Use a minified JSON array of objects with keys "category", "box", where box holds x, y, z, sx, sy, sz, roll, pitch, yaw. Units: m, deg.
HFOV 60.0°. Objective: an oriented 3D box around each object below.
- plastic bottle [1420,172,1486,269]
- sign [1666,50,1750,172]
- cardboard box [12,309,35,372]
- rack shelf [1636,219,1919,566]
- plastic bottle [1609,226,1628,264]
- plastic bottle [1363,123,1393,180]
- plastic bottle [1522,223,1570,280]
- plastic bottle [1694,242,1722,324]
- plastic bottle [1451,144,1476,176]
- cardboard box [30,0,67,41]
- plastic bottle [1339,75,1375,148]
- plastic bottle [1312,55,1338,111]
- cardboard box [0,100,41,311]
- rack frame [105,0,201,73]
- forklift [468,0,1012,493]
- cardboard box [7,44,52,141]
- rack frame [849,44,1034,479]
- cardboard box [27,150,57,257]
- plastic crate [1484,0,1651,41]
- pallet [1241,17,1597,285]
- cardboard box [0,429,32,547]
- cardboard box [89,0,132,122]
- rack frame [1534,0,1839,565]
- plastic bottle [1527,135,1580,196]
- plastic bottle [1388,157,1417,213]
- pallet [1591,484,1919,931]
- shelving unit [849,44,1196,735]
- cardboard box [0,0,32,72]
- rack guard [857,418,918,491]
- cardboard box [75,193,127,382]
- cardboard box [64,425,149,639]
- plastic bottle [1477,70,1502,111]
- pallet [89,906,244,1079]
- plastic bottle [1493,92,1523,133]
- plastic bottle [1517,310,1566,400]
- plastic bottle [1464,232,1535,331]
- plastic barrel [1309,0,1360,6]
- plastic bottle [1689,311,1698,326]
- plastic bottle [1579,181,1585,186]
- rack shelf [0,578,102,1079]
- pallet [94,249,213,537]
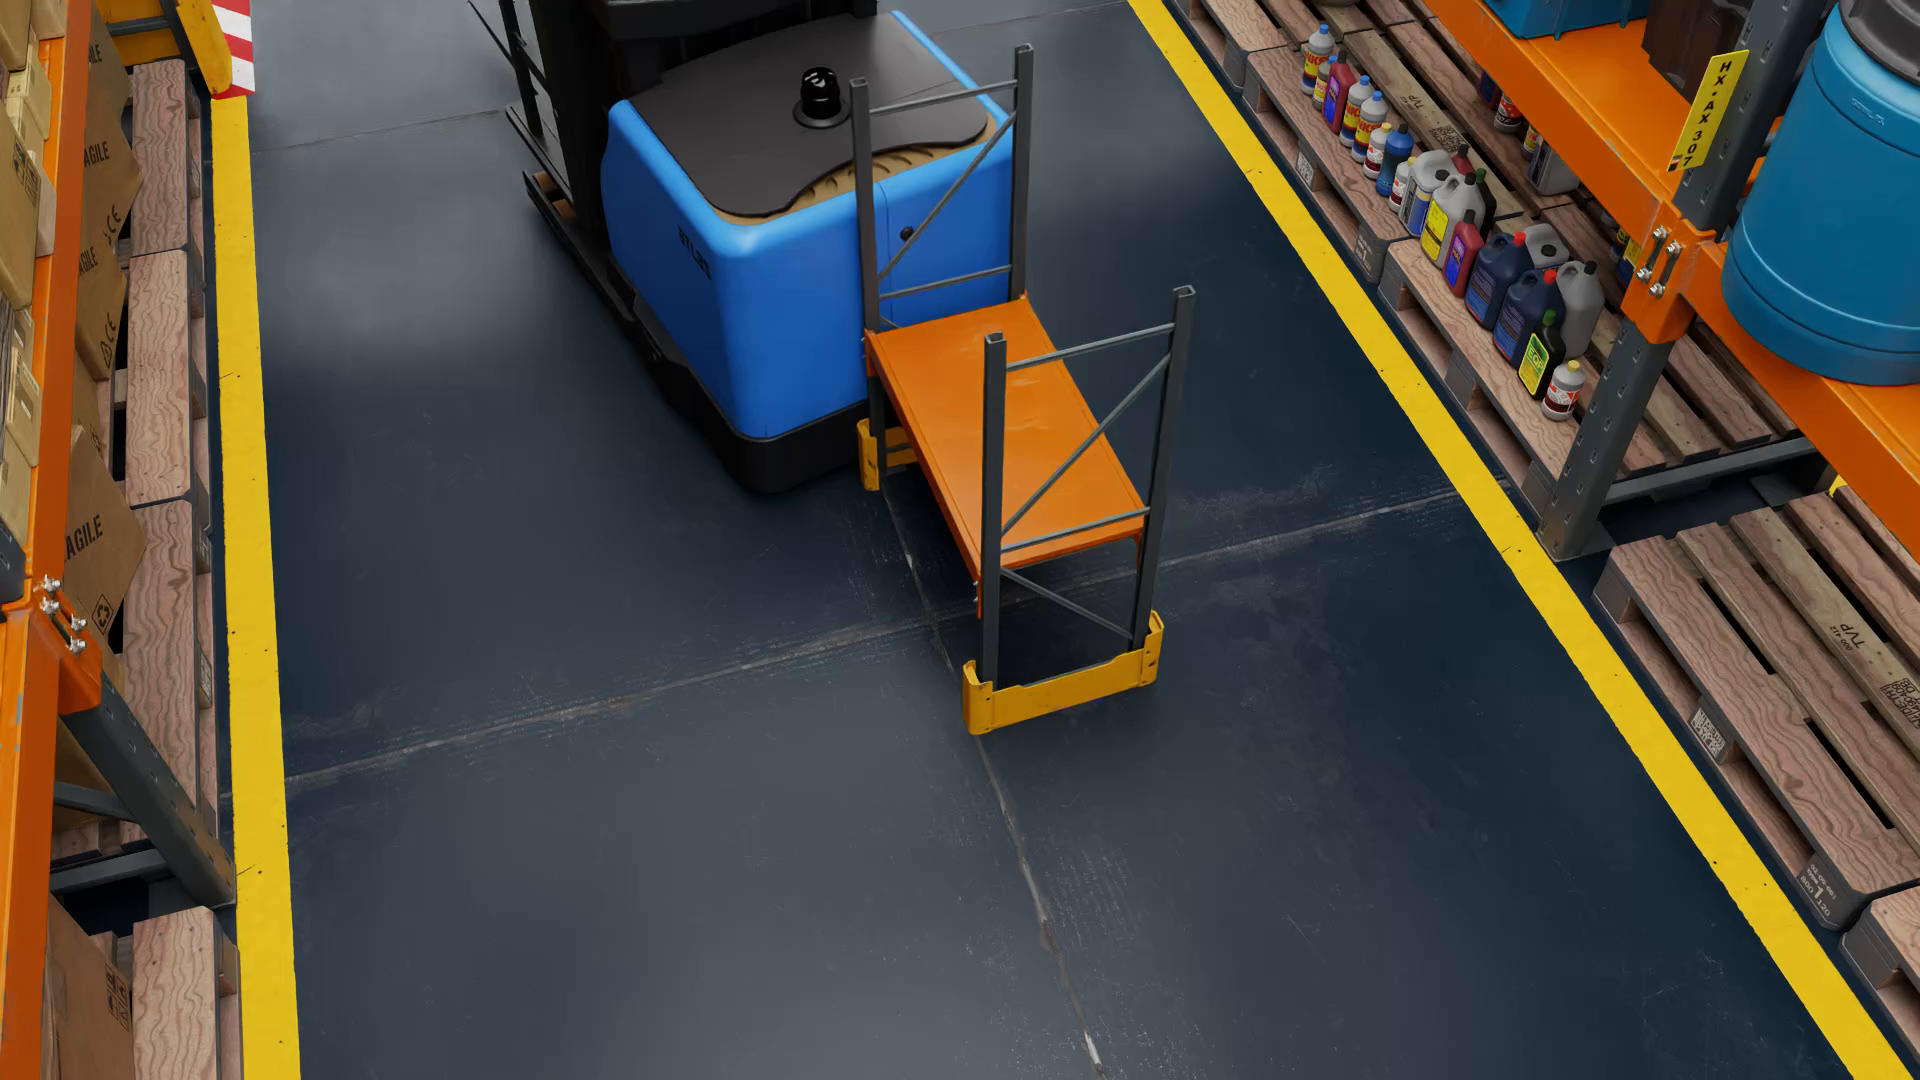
[{"category":"plastic bottle","box":[1.692,-1.116,5.674,0.144,0.351,0.185,-14,51,-11]},{"category":"sign","box":[1.782,-1.019,3.966,0.100,0.325,0.005,-13,51,-11]},{"category":"cardboard box","box":[-2.359,-0.433,3.817,0.380,0.149,0.250,-13,51,-11]},{"category":"rack shelf","box":[2.902,0.646,3.214,1.077,0.370,4.000,-13,51,-11]},{"category":"plastic bottle","box":[2.310,-1.071,5.688,0.097,0.271,0.097,0,50,0]},{"category":"plastic bottle","box":[1.526,-1.417,6.026,0.097,0.201,0.097,0,50,0]},{"category":"plastic bottle","box":[1.922,-0.908,5.547,0.152,0.276,0.135,-13,51,-11]},{"category":"plastic bottle","box":[2.513,-0.872,5.517,0.152,0.276,0.135,-12,51,-10]},{"category":"plastic bottle","box":[1.750,-1.238,5.821,0.061,0.283,0.133,-13,51,-11]},{"category":"cardboard box","box":[-2.778,-1.534,4.745,0.380,0.149,0.250,-13,51,-11]},{"category":"plastic bottle","box":[1.467,-1.585,6.121,0.097,0.271,0.097,0,50,0]},{"category":"plastic bottle","box":[1.397,-1.738,6.295,0.097,0.201,0.097,0,50,0]},{"category":"cardboard box","box":[-2.609,-0.771,3.678,0.875,0.500,0.500,-13,51,-11]},{"category":"rack frame","box":[-3.604,-2.848,5.689,1.000,3.000,0.127,-13,51,-11]},{"category":"forklift","box":[-0.976,-2.215,5.200,1.130,2.935,3.031,-25,54,-19]},{"category":"cardboard box","box":[-2.654,-1.163,4.433,0.380,0.149,0.250,-13,51,-11]},{"category":"rack frame","box":[-0.046,-0.755,4.905,0.500,1.500,0.032,-15,52,-12]},{"category":"cardboard box","box":[-2.477,-0.805,4.131,0.380,0.149,0.250,-13,51,-11]},{"category":"plastic crate","box":[1.724,-1.745,4.857,0.499,0.251,0.616,-13,51,-11]},{"category":"pallet","box":[1.787,-1.540,6.410,1.003,0.211,1.213,-13,51,-11]},{"category":"cardboard box","box":[-2.197,-0.071,3.512,0.380,0.149,0.250,-13,51,-11]},{"category":"cardboard box","box":[-3.435,-1.718,6.097,0.500,0.500,0.500,-5,50,-4]},{"category":"rack frame","box":[2.310,-1.046,4.170,1.000,3.000,0.127,-13,51,-11]},{"category":"plastic bottle","box":[2.153,-1.390,5.954,0.152,0.276,0.135,-13,51,-11]},{"category":"plastic bottle","box":[1.587,-1.267,5.899,0.097,0.201,0.097,0,50,0]},{"category":"pallet","box":[2.580,0.417,4.760,1.003,0.211,1.213,-13,51,-11]},{"category":"shelving unit","box":[0.127,-0.382,4.591,0.587,1.500,1.083,-15,52,-12]},{"category":"cardboard box","box":[-2.962,-1.487,4.282,0.875,0.500,0.500,-13,51,-11]},{"category":"rack guard","box":[-0.039,-0.338,5.371,0.587,0.250,0.087,-15,52,-12]},{"category":"cardboard box","box":[-3.059,-0.828,5.346,0.500,0.500,0.500,-9,50,-8]},{"category":"cardboard box","box":[-2.678,0.026,4.627,0.500,0.500,0.500,1,50,1]},{"category":"plastic bottle","box":[2.036,-1.777,6.275,0.061,0.283,0.133,-13,51,-11]},{"category":"pallet","box":[-2.189,1.540,3.813,1.003,0.211,1.213,-13,51,-11]},{"category":"plastic bottle","box":[2.065,-1.632,6.207,0.097,0.201,0.097,0,50,0]},{"category":"plastic bottle","box":[1.853,-0.590,5.274,0.061,0.283,0.133,-11,51,-9]},{"category":"plastic bottle","box":[1.788,-0.880,5.475,0.144,0.351,0.185,-16,52,-13]},{"category":"plastic barrel","box":[1.543,-2.472,6.725,0.421,0.512,0.421,0,50,0]},{"category":"plastic bottle","box":[2.412,-0.850,5.494,0.061,0.283,0.133,-13,51,-11]},{"category":"plastic bottle","box":[2.287,-1.466,5.969,0.144,0.351,0.185,-14,51,-11]},{"category":"rack shelf","box":[-1.829,1.766,2.270,1.077,0.370,4.000,-13,51,-11]},{"category":"pallet","box":[-3.018,-0.403,5.452,1.003,0.211,1.213,-13,51,-11]}]
